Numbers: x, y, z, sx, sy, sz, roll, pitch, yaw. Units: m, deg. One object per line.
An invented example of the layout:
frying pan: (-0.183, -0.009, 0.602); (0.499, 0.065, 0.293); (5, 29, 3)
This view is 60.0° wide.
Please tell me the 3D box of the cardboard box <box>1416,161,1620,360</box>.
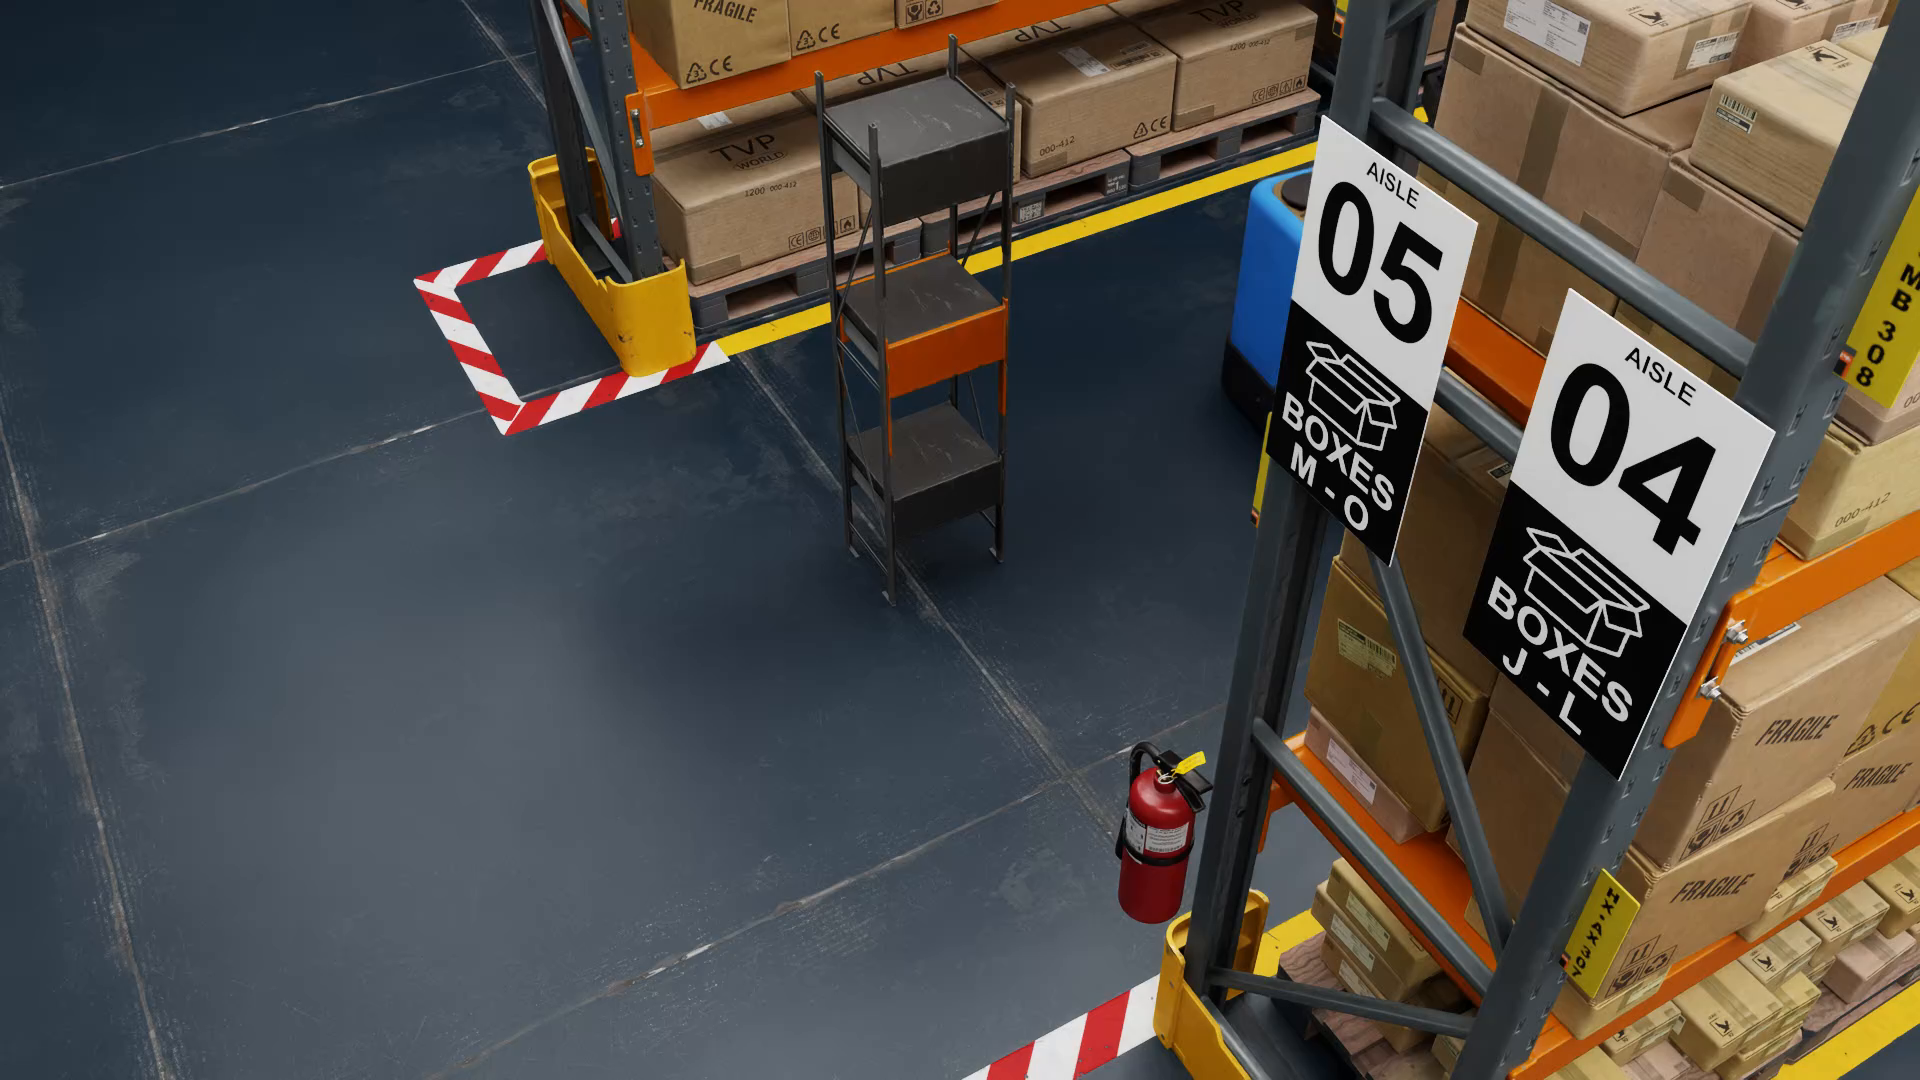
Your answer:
cardboard box: (1.215, -0.600, 3.168); (0.500, 0.250, 0.500); (-23, 49, -22)

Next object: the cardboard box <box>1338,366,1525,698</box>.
cardboard box: (1.225, -0.070, 3.665); (0.500, 0.500, 0.500); (-23, 49, -22)

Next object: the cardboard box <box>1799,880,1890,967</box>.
cardboard box: (2.456, 1.018, 4.866); (0.250, 0.149, 0.380); (-20, 48, -19)

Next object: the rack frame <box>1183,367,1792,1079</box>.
rack frame: (0.952, 0.740, 3.833); (0.127, 3.000, 1.000); (-22, 48, -21)

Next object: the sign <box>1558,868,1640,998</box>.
sign: (1.223, 0.757, 3.194); (0.005, 0.325, 0.100); (-22, 48, -21)

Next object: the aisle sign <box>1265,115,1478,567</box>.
aisle sign: (0.739, -0.349, 3.089); (0.004, 0.787, 0.394); (-22, 48, -21)

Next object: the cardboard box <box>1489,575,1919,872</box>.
cardboard box: (1.474, 0.243, 3.342); (0.500, 0.500, 0.500); (-22, 48, -21)

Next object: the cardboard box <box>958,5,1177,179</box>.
cardboard box: (0.493, -2.369, 8.575); (0.875, 0.438, 0.875); (-23, 49, -22)

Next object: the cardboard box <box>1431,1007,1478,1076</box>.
cardboard box: (1.534, 1.479, 4.604); (0.250, 0.149, 0.380); (-20, 48, -19)

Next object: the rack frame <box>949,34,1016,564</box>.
rack frame: (0.068, -0.781, 6.047); (0.015, 2.100, 0.400); (-22, 48, -21)

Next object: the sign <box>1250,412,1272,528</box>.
sign: (0.693, -0.131, 3.673); (0.005, 0.325, 0.100); (-22, 48, -21)

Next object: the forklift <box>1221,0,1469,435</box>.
forklift: (2.723, -1.818, 6.519); (3.031, 2.935, 1.130); (-16, 47, -16)

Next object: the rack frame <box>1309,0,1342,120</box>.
rack frame: (1.867, -3.602, 8.307); (0.127, 3.000, 1.000); (-22, 48, -21)

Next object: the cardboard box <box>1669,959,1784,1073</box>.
cardboard box: (2.037, 1.244, 4.633); (0.250, 0.149, 0.380); (-22, 48, -21)

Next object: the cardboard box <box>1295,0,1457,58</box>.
cardboard box: (2.364, -3.253, 9.173); (0.875, 0.875, 0.875); (-20, 48, -20)

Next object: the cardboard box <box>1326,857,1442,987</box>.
cardboard box: (1.285, 1.062, 4.820); (0.250, 0.149, 0.380); (-21, 48, -20)

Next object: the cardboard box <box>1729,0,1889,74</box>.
cardboard box: (1.346, -0.937, 2.870); (0.250, 0.149, 0.380); (-21, 48, -20)

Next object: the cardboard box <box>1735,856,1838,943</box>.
cardboard box: (1.856, 0.742, 4.012); (0.250, 0.149, 0.380); (-23, 49, -22)

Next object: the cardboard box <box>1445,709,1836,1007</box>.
cardboard box: (1.479, 0.609, 3.684); (0.500, 0.500, 0.500); (-20, 47, -19)

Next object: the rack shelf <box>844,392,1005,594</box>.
rack shelf: (-0.144, -0.184, 6.457); (0.480, 0.518, 0.431); (-22, 48, -21)

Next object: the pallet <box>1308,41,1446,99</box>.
pallet: (2.498, -2.914, 9.601); (1.213, 0.211, 1.003); (-22, 48, -21)

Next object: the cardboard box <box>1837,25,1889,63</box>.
cardboard box: (1.576, -0.657, 2.582); (0.250, 0.149, 0.380); (-20, 48, -19)

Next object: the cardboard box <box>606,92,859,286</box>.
cardboard box: (-1.079, -1.734, 7.922); (0.875, 0.438, 0.875); (-23, 49, -22)

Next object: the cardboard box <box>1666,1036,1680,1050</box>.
cardboard box: (1.968, 1.280, 4.809); (0.250, 0.149, 0.380); (-21, 48, -20)

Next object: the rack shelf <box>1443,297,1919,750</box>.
rack shelf: (2.686, -0.772, 3.754); (4.000, 0.370, 1.077); (-22, 48, -21)

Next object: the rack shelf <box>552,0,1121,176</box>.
rack shelf: (0.133, -2.650, 7.843); (4.000, 0.370, 1.077); (-22, 48, -21)

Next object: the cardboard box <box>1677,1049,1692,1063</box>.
cardboard box: (1.964, 1.394, 4.906); (0.250, 0.149, 0.380); (-21, 48, -21)

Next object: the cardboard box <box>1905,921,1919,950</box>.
cardboard box: (2.900, 1.079, 5.230); (0.250, 0.149, 0.380); (-22, 48, -21)

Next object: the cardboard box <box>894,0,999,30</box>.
cardboard box: (-0.168, -2.601, 7.204); (0.500, 0.500, 0.500); (-22, 48, -21)

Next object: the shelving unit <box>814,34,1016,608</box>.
shelving unit: (-0.144, -0.696, 5.960); (0.503, 2.100, 0.431); (-22, 48, -21)

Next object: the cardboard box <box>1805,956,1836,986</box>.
cardboard box: (2.414, 1.225, 5.079); (0.250, 0.149, 0.380); (-22, 48, -21)

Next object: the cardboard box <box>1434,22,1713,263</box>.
cardboard box: (1.225, -0.775, 2.990); (0.500, 0.250, 0.500); (-23, 49, -22)

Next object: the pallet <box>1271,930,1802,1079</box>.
pallet: (1.740, 1.454, 5.100); (1.213, 0.211, 1.003); (-22, 48, -21)

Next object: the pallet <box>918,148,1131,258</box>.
pallet: (0.109, -1.958, 8.616); (1.213, 0.211, 1.003); (-22, 48, -21)

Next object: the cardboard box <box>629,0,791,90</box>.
cardboard box: (-1.042, -2.243, 6.836); (0.500, 0.500, 0.500); (-22, 48, -21)

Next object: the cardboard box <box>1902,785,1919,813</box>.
cardboard box: (2.361, 0.245, 4.058); (0.500, 0.500, 0.500); (-21, 48, -20)

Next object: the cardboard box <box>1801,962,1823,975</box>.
cardboard box: (2.427, 1.107, 4.988); (0.250, 0.149, 0.380); (-24, 49, -23)

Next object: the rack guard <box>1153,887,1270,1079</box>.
rack guard: (1.018, 1.611, 4.731); (0.348, 0.500, 1.175); (-22, 48, -21)

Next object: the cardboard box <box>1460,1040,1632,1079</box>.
cardboard box: (1.576, 1.422, 4.449); (0.250, 0.149, 0.380); (-24, 49, -23)
